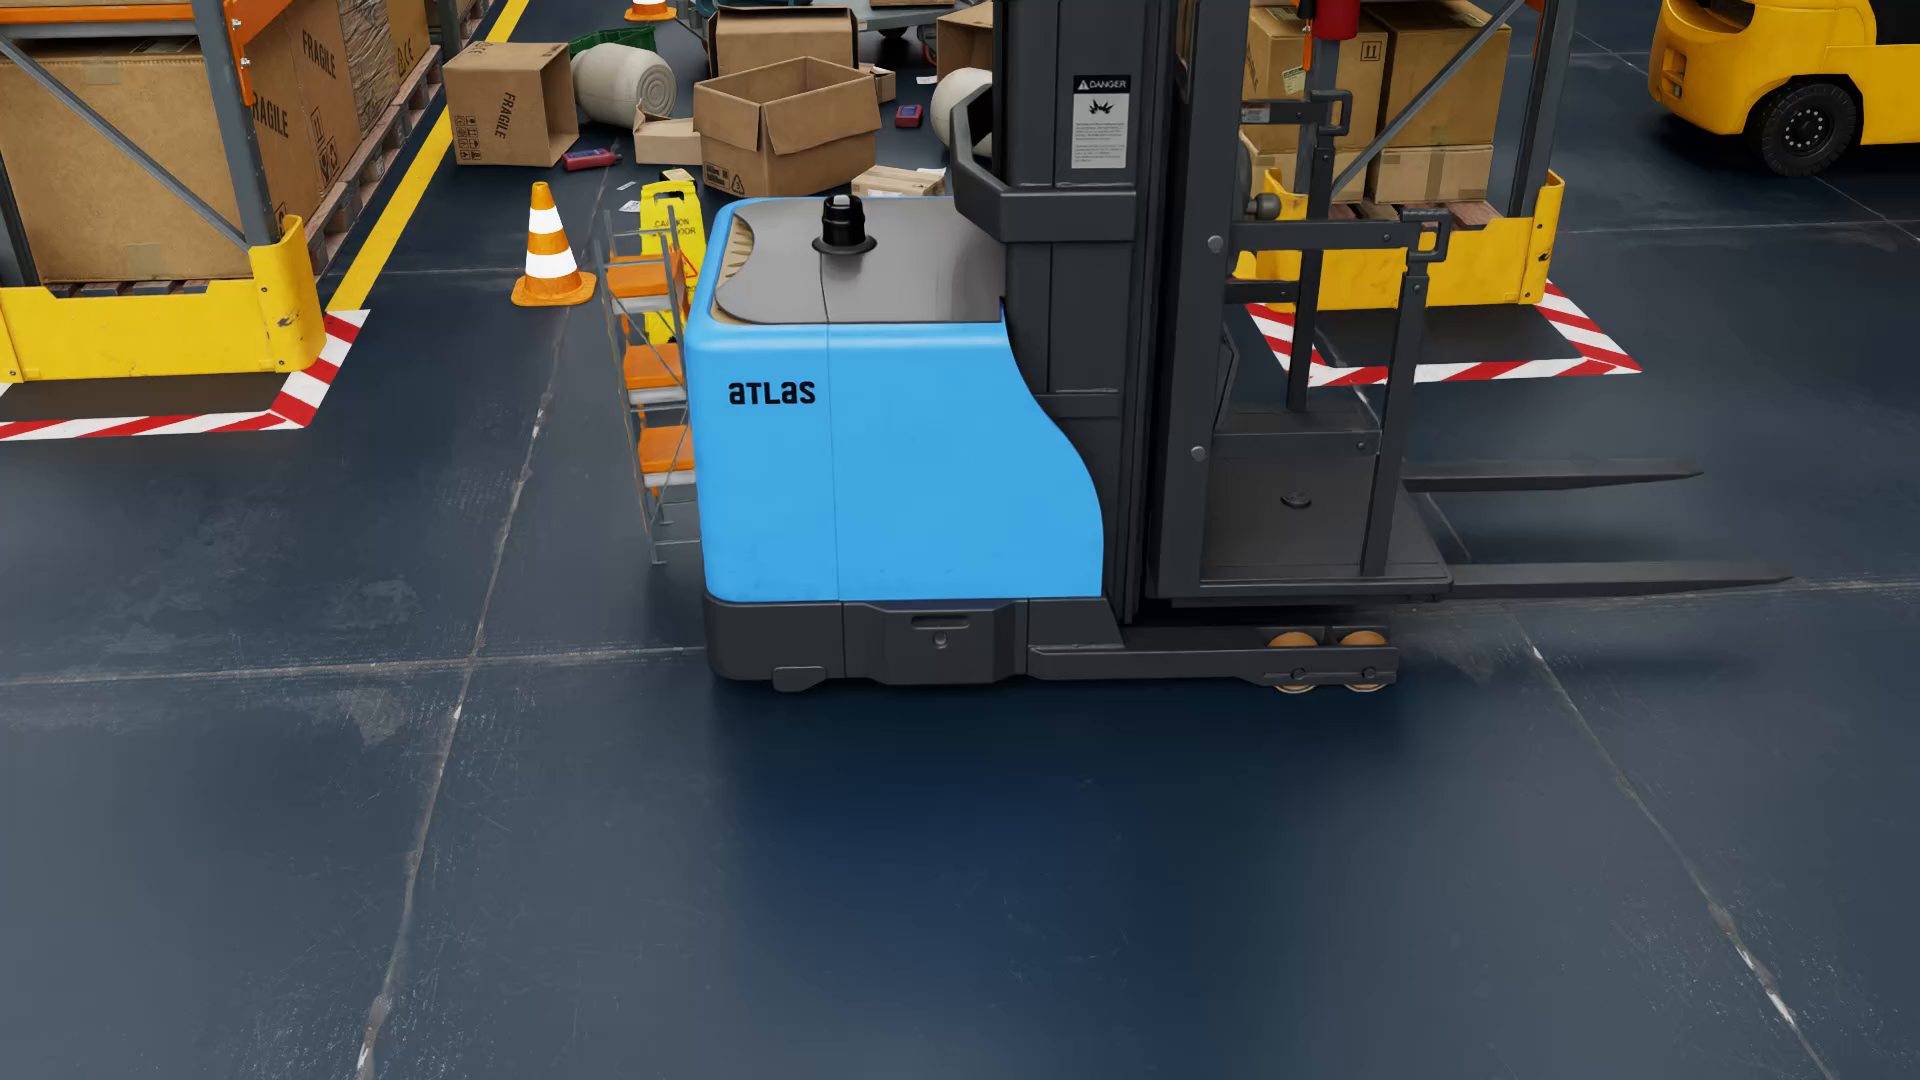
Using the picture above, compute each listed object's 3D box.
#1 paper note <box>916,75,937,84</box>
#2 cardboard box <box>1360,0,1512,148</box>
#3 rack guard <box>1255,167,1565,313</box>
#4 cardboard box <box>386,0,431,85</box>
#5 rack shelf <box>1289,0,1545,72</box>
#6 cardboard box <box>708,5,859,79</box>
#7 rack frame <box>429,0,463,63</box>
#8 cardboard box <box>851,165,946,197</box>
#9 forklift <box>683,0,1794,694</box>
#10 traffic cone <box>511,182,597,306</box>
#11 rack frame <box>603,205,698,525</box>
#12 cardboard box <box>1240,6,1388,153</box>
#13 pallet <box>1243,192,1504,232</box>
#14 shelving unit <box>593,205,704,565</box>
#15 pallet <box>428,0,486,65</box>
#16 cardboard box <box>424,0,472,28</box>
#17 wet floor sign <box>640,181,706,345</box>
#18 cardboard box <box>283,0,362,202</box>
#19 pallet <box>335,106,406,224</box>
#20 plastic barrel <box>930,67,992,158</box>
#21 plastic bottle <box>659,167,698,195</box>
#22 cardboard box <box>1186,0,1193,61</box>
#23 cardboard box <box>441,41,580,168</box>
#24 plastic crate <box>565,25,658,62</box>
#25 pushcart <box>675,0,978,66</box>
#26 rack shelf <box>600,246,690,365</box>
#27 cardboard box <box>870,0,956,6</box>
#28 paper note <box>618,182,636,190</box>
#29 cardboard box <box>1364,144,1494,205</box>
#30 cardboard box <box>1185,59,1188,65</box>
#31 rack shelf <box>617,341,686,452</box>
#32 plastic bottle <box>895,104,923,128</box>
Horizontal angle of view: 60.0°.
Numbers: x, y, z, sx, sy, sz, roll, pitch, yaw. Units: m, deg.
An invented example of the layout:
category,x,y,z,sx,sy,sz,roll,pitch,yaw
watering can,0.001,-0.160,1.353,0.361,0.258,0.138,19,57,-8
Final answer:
category,x,y,z,sx,sy,sz,roll,pitch,yaw
paper note,-0.178,-2.706,9.750,0.148,0.019,0.142,-3,31,-5
cardboard box,2.042,-2.049,7.296,0.500,0.500,0.500,-4,31,-6
rack guard,1.838,-1.256,6.865,1.175,0.500,0.348,-3,31,-5
cardboard box,-3.458,-2.988,8.989,0.875,0.875,0.875,-2,31,-4
rack shelf,1.658,-3.003,8.053,1.077,0.370,4.000,-3,31,-5
cardboard box,-0.935,-2.529,8.862,0.797,0.637,0.503,-3,31,-5
rack frame,-3.447,-4.044,9.095,1.000,3.000,0.127,-3,31,-5
cardboard box,-0.288,-1.639,7.848,0.380,0.149,0.250,13,33,21
forklift,0.810,-1.111,4.252,3.031,2.935,1.130,-1,31,-2
traffic cone,-1.709,-1.252,6.894,0.336,0.463,0.334,-3,31,-5
rack frame,-0.896,-0.508,5.065,0.200,1.050,0.008,-5,31,-2
cardboard box,1.511,-2.009,7.228,0.500,0.500,0.500,-3,31,-4
pallet,1.797,-1.549,7.637,1.003,0.211,1.213,-3,31,-5
shelving unit,-0.887,-0.446,4.960,0.215,1.050,0.252,-5,31,-2
pallet,-3.595,-3.237,10.464,1.003,0.211,1.213,-3,31,-5
cardboard box,-3.595,-3.571,10.088,1.050,0.750,0.750,-3,31,-5
wet floor sign,-1.100,-1.071,6.414,0.267,0.644,0.232,-8,32,-13
cardboard box,-3.287,-2.062,7.439,0.875,0.875,0.875,-3,31,-5
pallet,-3.337,-1.830,8.109,1.003,0.211,1.213,-3,31,-5
plastic barrel,0.145,-2.166,8.464,0.512,0.421,0.421,20,36,29
plastic bottle,-1.392,-1.766,8.147,0.133,0.061,0.283,-14,33,-22
cardboard box,1.418,-2.533,8.106,0.500,0.500,0.500,-3,31,-6
cardboard box,-2.281,-2.228,8.491,0.500,0.500,0.500,2,31,4
plastic crate,-2.127,-2.835,9.758,0.450,0.188,0.662,4,30,26
pushcart,-0.794,-3.072,10.025,1.648,0.377,0.936,-14,33,-22
rack shelf,-0.904,-0.679,4.820,0.215,0.259,0.240,-5,31,-2
cardboard box,-0.298,-3.484,9.857,0.500,0.500,0.500,-3,31,-5
paper note,-1.633,-1.736,8.146,0.032,0.001,0.123,13,33,21
cardboard box,2.045,-1.715,7.469,0.500,0.250,0.500,-3,31,-5
cardboard box,1.407,-2.222,8.316,0.500,0.250,0.500,-4,31,-6
rack shelf,-0.887,-0.437,4.966,0.215,0.259,0.240,-5,31,-2
plastic bottle,-0.275,-2.322,9.078,0.133,0.061,0.283,2,31,4
